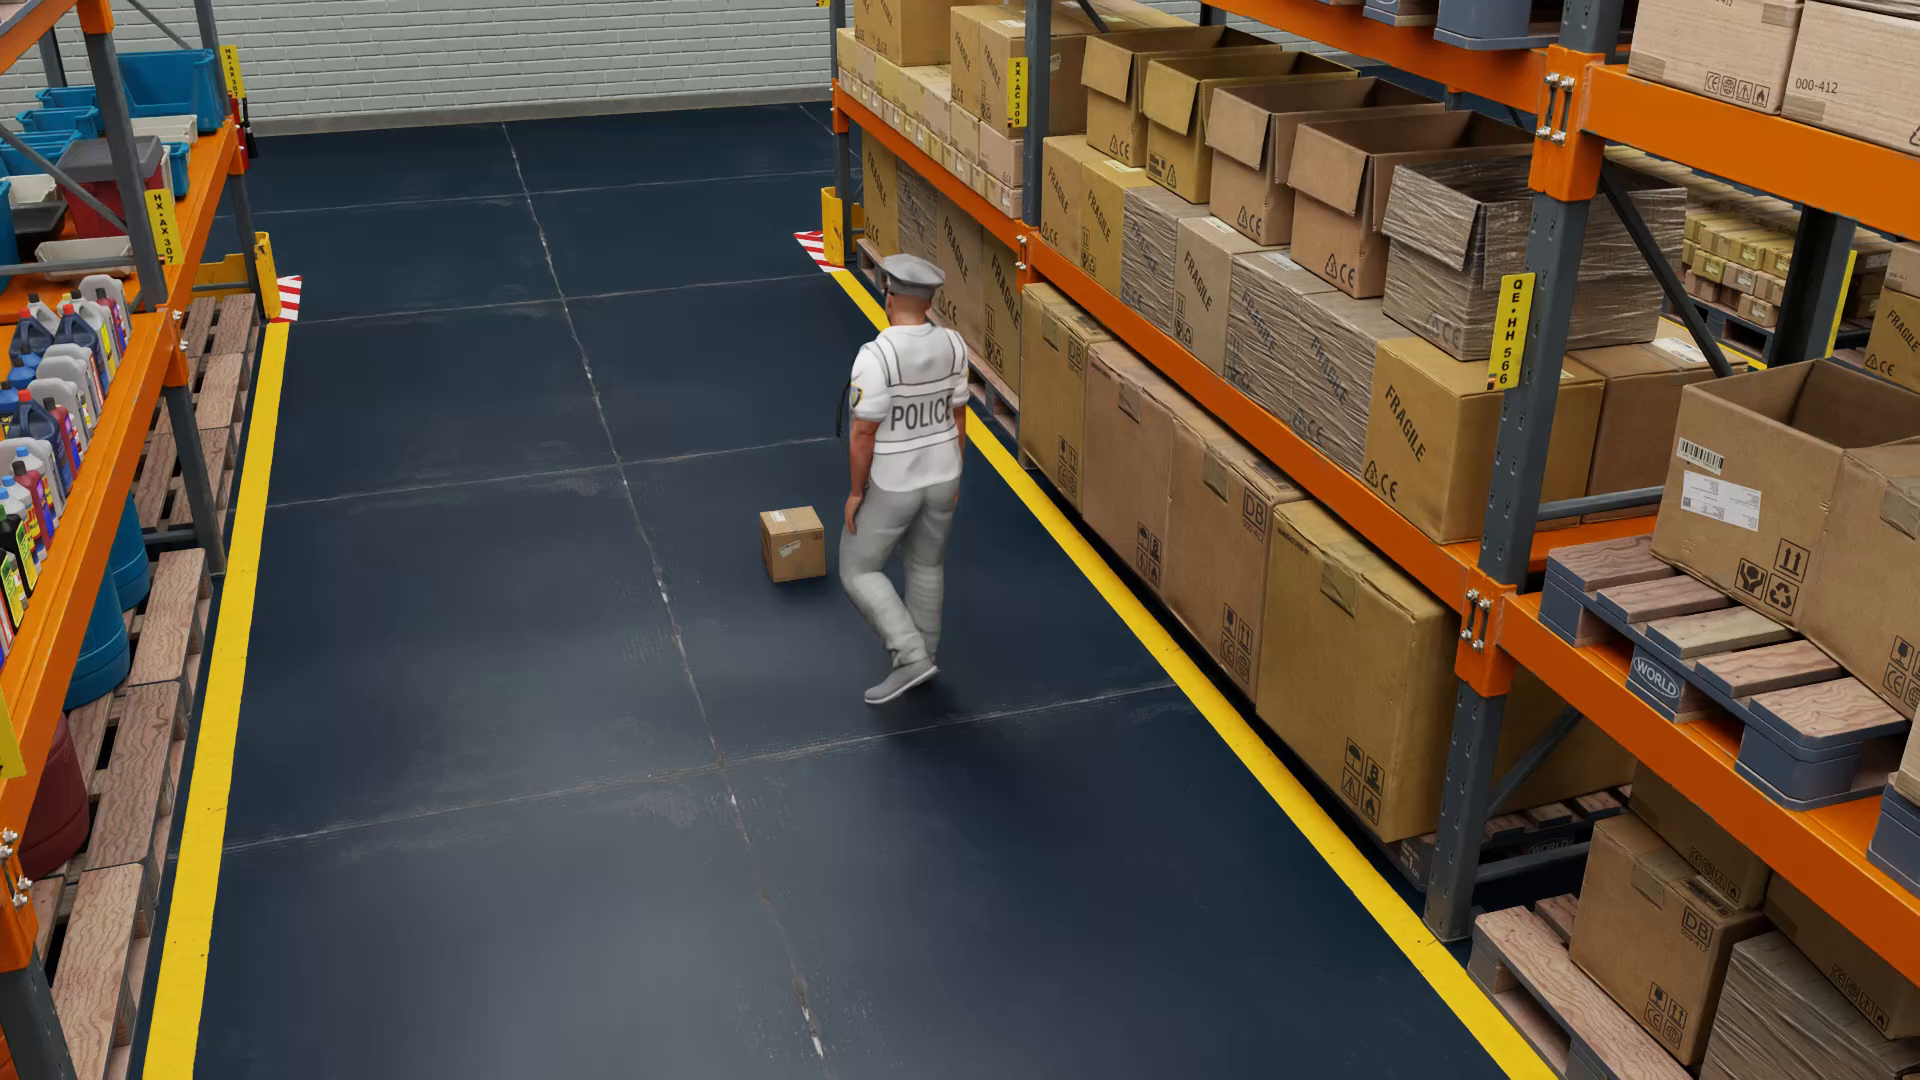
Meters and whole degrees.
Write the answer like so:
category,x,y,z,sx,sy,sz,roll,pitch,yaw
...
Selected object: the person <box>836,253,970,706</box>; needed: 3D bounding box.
category,x,y,z,sx,sy,sz,roll,pitch,yaw
person,-0.191,-0.206,6.482,0.594,1.739,0.546,-17,31,-31
